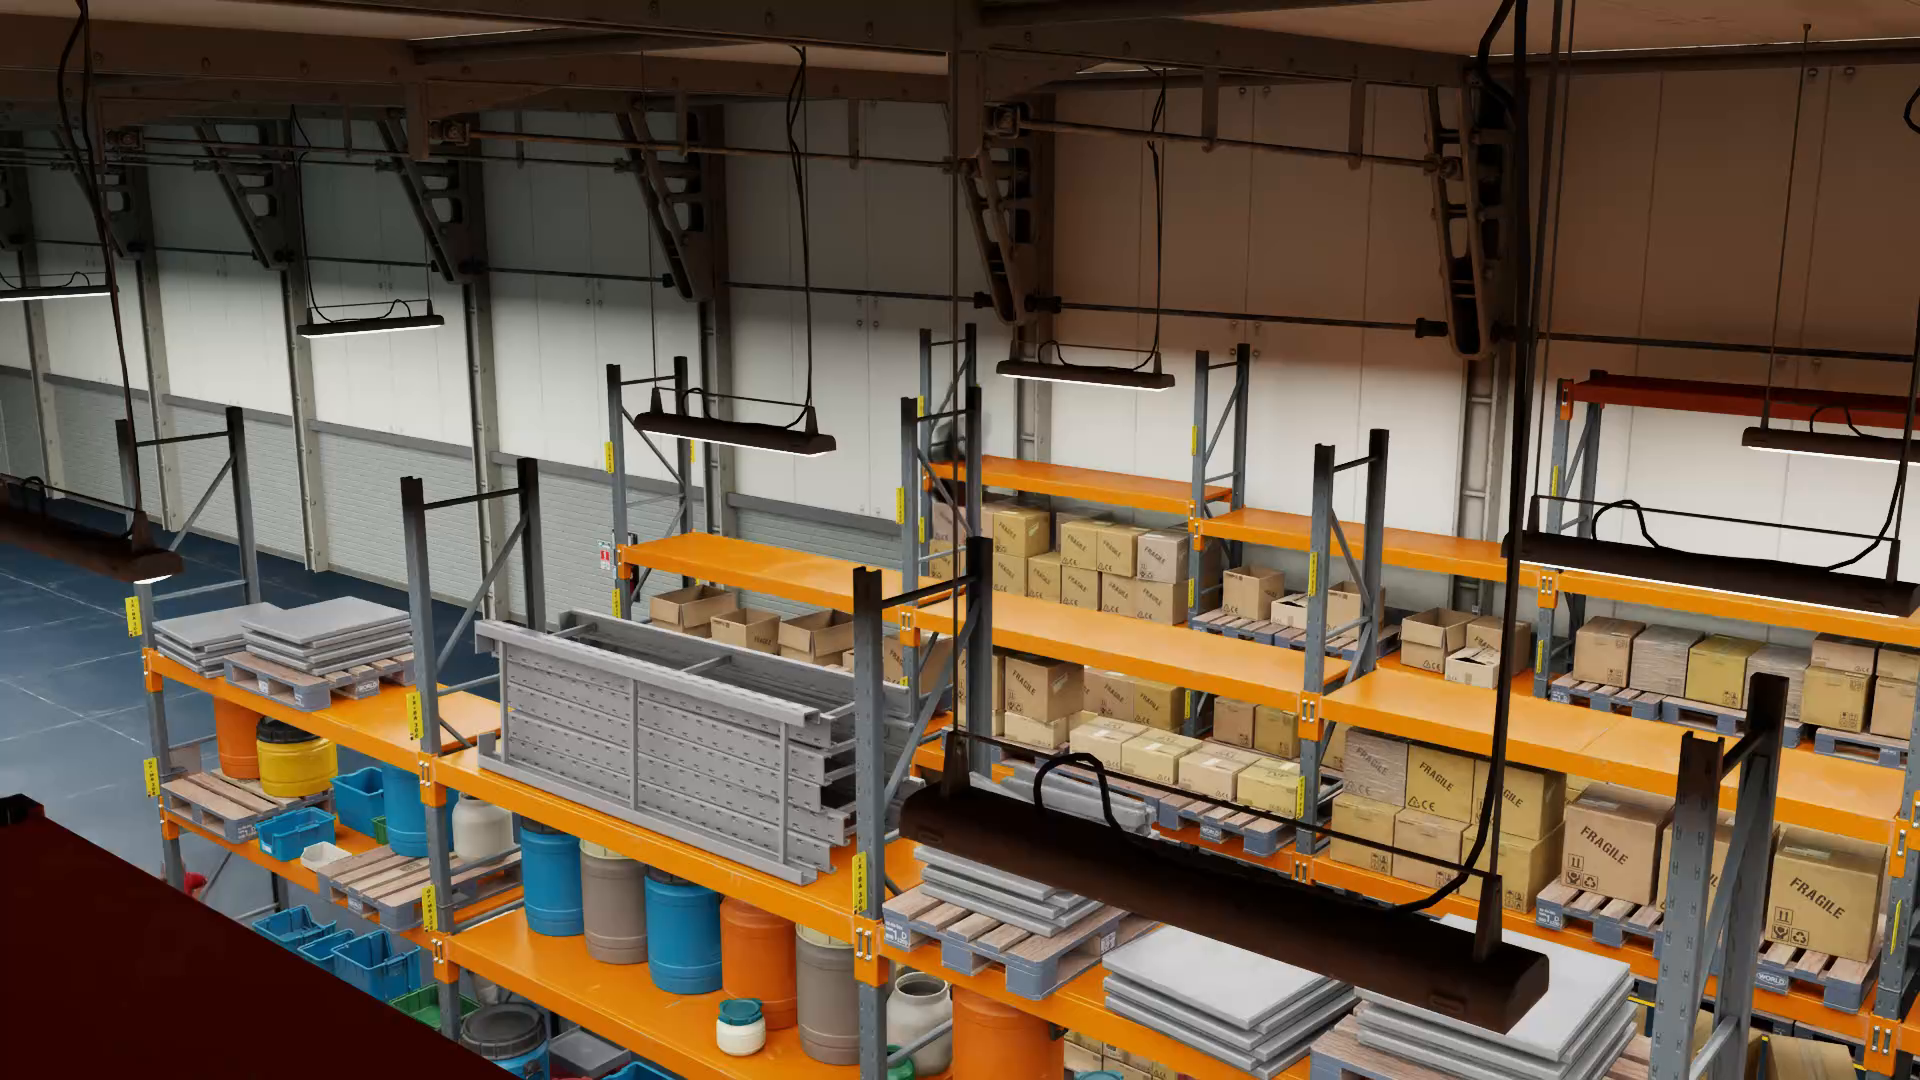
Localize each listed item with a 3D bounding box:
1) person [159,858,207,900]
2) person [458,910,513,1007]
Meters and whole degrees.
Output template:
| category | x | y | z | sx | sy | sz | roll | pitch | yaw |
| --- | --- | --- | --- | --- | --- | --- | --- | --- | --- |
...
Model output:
| category | x | y | z | sx | sy | sz | roll | pitch | yaw |
| --- | --- | --- | --- | --- | --- | --- | --- | --- | --- |
| person | -7.415 | 3.775 | 15.735 | 0.608 | 1.680 | 0.690 | -6 | 14 | -24 |
| person | -4.254 | 3.906 | 15.071 | 0.919 | 1.668 | 0.599 | 10 | 16 | 37 |
